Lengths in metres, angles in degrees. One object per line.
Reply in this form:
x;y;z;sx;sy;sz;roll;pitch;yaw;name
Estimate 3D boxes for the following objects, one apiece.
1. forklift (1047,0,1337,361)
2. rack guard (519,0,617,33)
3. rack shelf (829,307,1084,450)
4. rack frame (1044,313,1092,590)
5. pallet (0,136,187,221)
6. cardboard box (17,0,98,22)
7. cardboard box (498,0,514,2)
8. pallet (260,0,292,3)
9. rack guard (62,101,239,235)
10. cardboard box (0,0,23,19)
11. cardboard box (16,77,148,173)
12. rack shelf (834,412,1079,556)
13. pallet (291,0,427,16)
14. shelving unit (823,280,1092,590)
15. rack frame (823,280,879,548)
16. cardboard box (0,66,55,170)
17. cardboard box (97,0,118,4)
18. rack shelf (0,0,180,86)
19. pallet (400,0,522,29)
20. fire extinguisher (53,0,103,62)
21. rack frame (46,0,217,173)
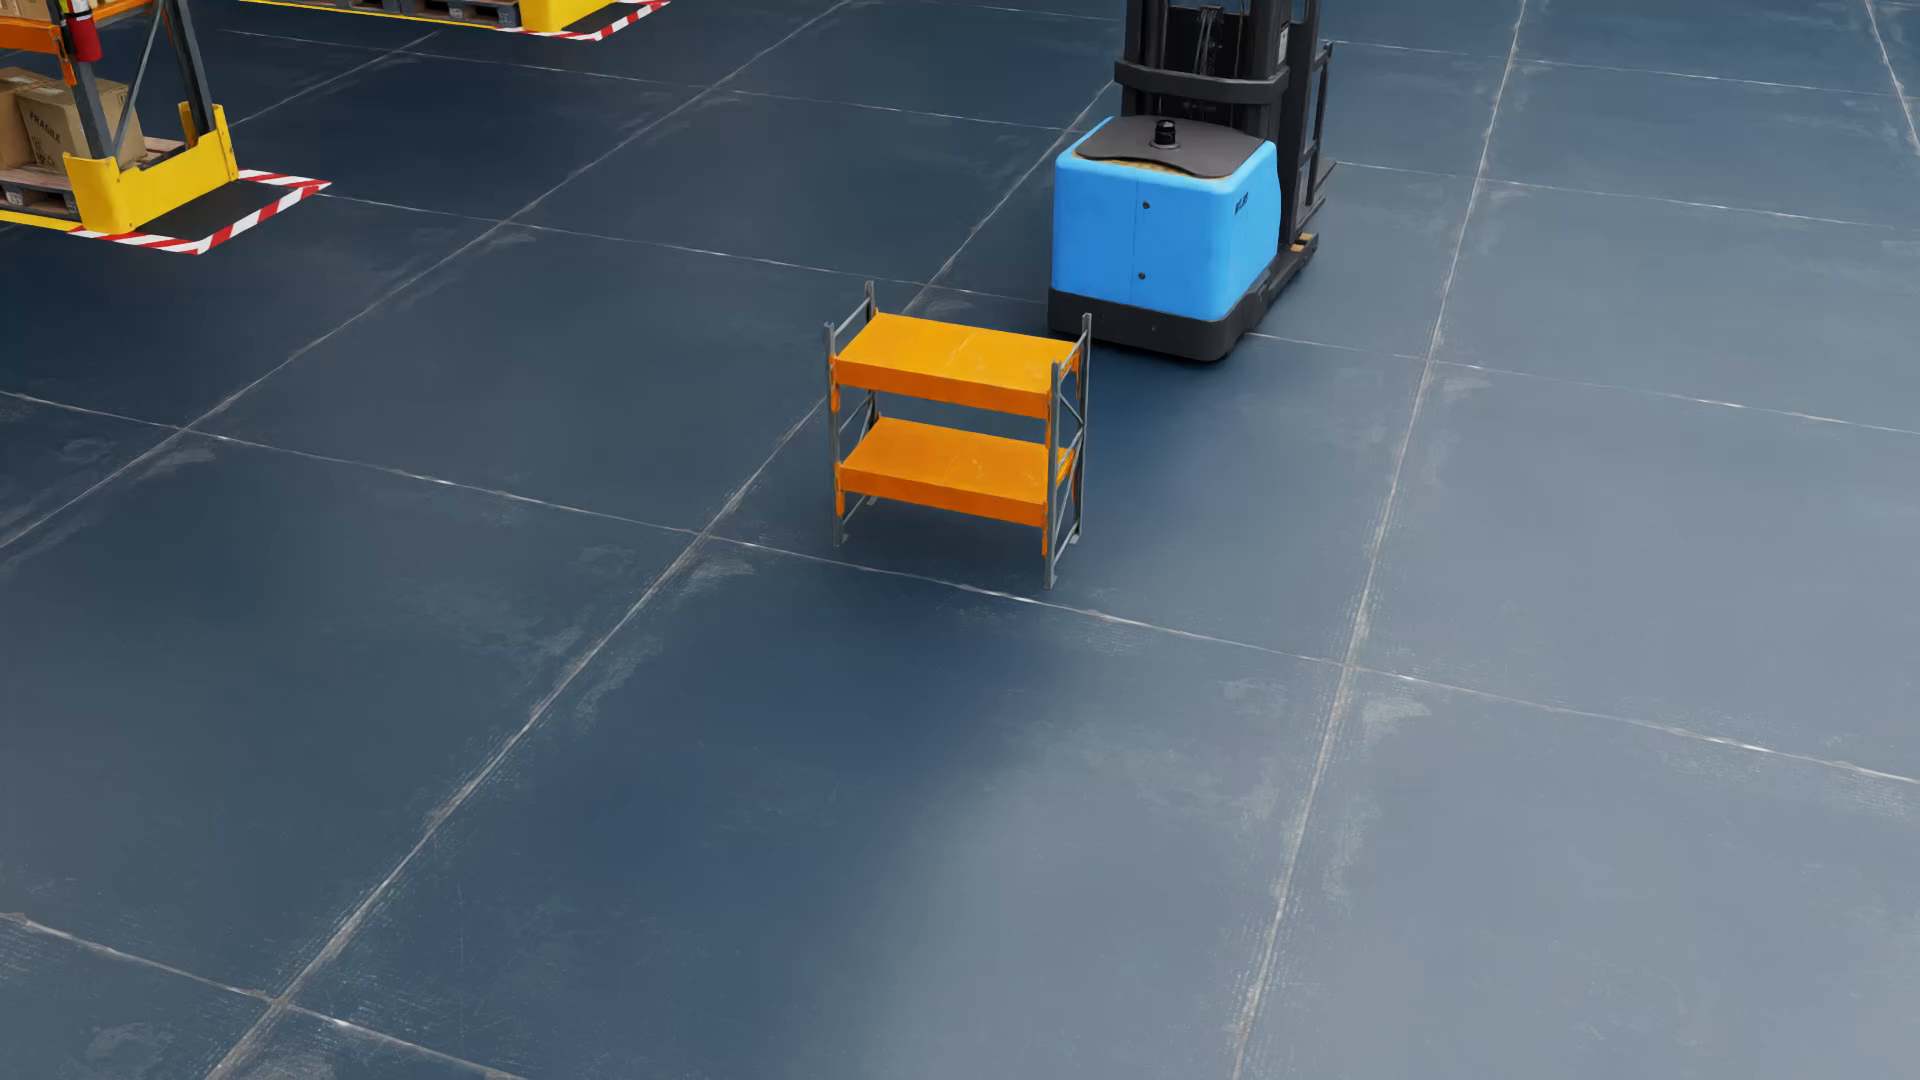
1.605;-2.998;9.691;1.130;2.935;3.031;15;36;22;forklift
-3.554;-5.012;15.052;0.348;0.500;1.175;11;34;16;rack guard
-0.006;-0.720;7.288;1.000;0.278;0.538;11;34;16;rack shelf
0.472;-0.381;7.303;0.032;1.125;0.500;11;34;16;rack frame
-6.169;-2.562;11.523;1.213;0.211;1.003;11;34;16;pallet
-5.683;-3.394;10.473;0.250;0.149;0.380;11;34;16;cardboard box
-4.237;-5.441;14.983;0.875;0.875;0.875;11;35;17;cardboard box
-6.653;-5.448;15.994;1.213;0.211;1.003;11;34;16;pallet
-5.417;-2.516;11.187;0.348;0.500;1.175;11;34;16;rack guard
-5.918;-3.440;10.544;0.250;0.149;0.380;11;34;16;cardboard box
-5.927;-2.802;11.241;0.500;0.500;0.500;18;37;25;cardboard box
-0.006;-0.268;7.579;1.000;0.278;0.538;11;34;16;rack shelf
-5.500;-5.226;15.649;1.213;0.211;1.003;11;34;16;pallet
-0.006;-0.474;7.447;1.048;1.125;0.538;11;34;16;shelving unit
-0.485;-0.567;7.591;0.032;1.125;0.500;11;34;16;rack frame
-6.502;-2.894;11.384;0.500;0.500;0.500;21;38;29;cardboard box
-5.533;-3.621;10.824;0.250;0.149;0.380;11;34;16;cardboard box
-7.228;-3.616;11.249;4.000;0.370;1.077;11;34;16;rack shelf
-4.356;-5.002;15.302;1.213;0.211;1.003;11;34;16;pallet
-5.393;-3.264;10.111;0.183;0.674;0.296;11;34;16;fire extinguisher
-5.345;-3.553;10.487;0.127;3.000;1.000;11;34;16;rack frame
